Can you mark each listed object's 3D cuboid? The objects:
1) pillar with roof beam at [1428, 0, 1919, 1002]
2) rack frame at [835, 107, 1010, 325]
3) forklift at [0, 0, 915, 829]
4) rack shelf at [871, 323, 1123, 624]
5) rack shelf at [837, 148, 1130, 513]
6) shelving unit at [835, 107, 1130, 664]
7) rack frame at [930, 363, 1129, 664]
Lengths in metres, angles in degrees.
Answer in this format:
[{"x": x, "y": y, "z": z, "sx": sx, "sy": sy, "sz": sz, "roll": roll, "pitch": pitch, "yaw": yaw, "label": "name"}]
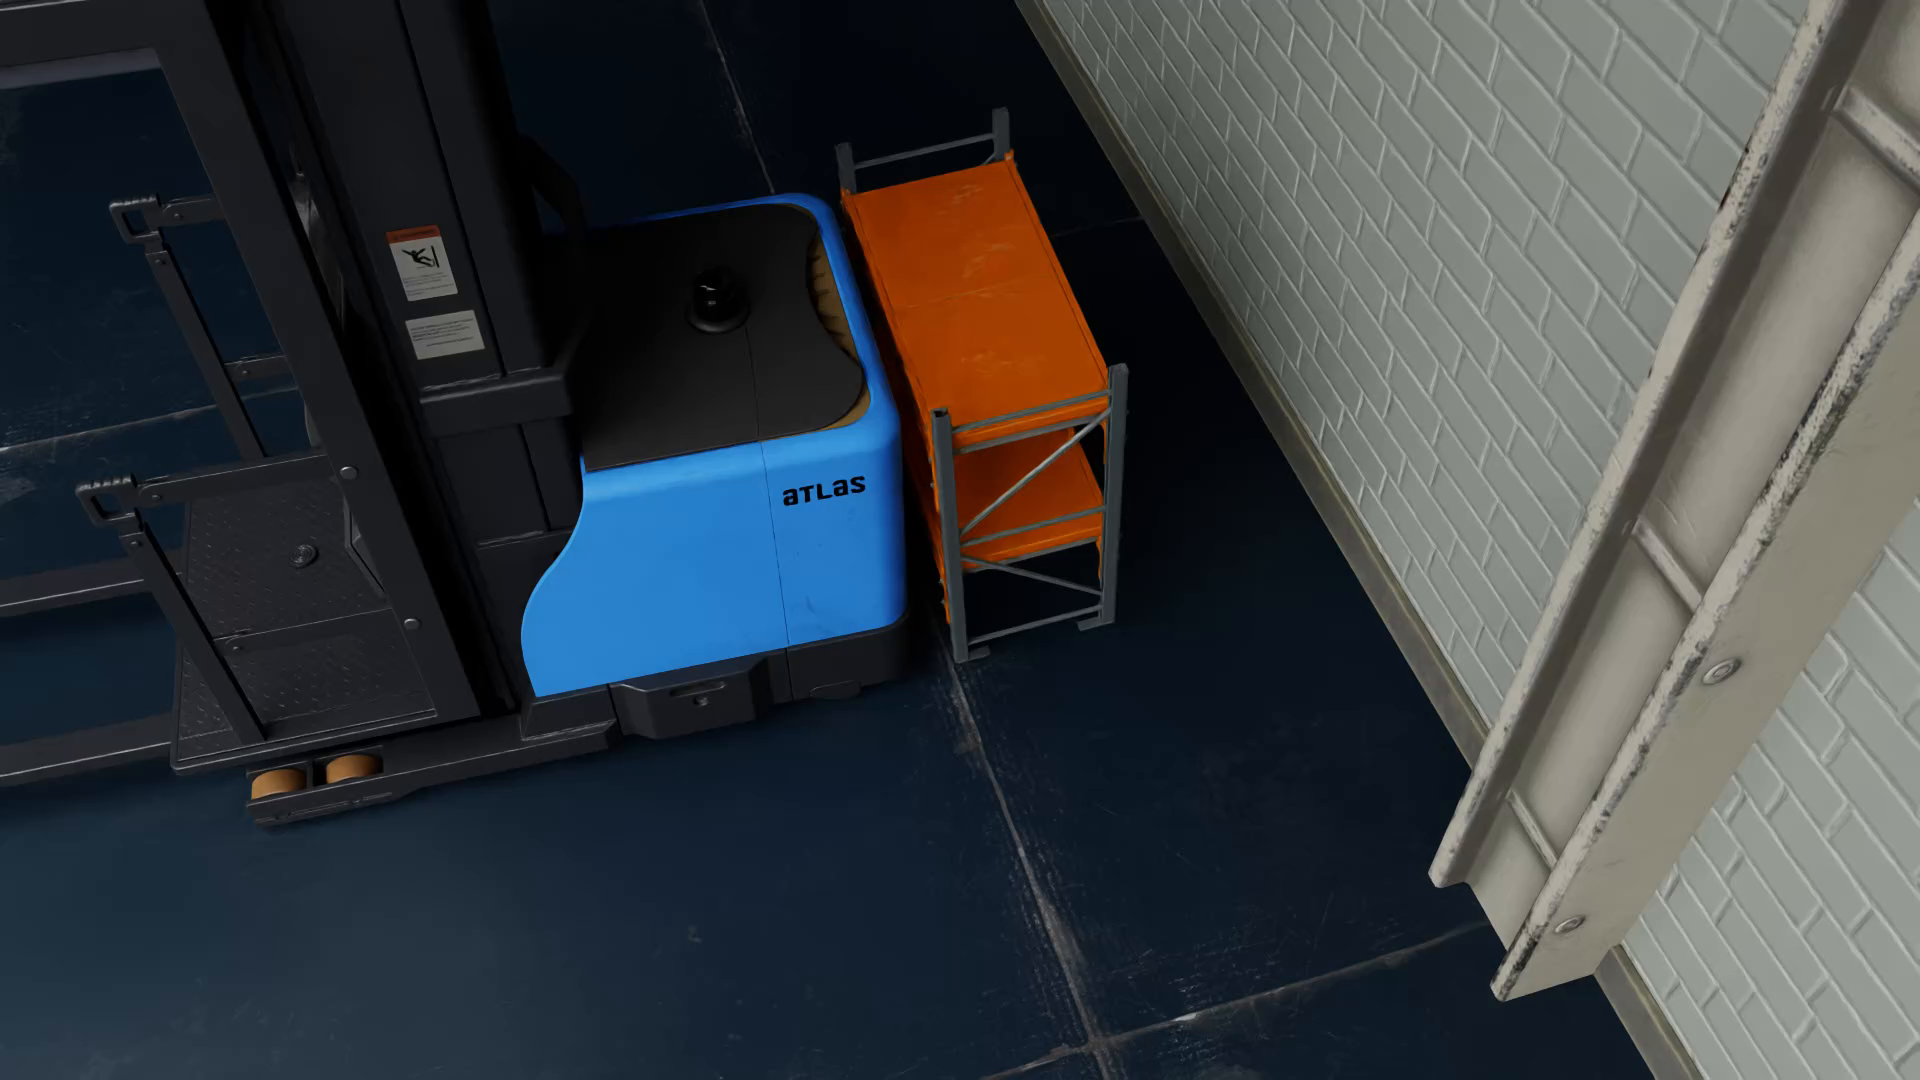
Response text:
[{"x": -2.645, "y": -0.924, "z": 0.143, "sx": 9.100, "sy": 9.000, "sz": 0.400, "roll": -13, "pitch": 51, "yaw": -11, "label": "pillar with roof beam"}, {"x": -0.080, "y": -0.819, "z": 5.104, "sx": 0.500, "sy": 1.125, "sz": 0.032, "roll": -14, "pitch": 55, "yaw": -7, "label": "rack frame"}, {"x": -1.708, "y": -0.612, "z": 3.849, "sx": 3.031, "sy": 2.935, "sz": 1.130, "roll": -11, "pitch": 51, "yaw": -9, "label": "forklift"}, {"x": 0.069, "y": -0.283, "z": 5.009, "sx": 0.538, "sy": 0.278, "sz": 1.000, "roll": -14, "pitch": 55, "yaw": -7, "label": "rack shelf"}, {"x": 0.046, "y": -0.599, "z": 4.575, "sx": 0.538, "sy": 0.278, "sz": 1.000, "roll": -14, "pitch": 55, "yaw": -7, "label": "rack shelf"}, {"x": 0.058, "y": -0.427, "z": 4.812, "sx": 0.538, "sy": 1.125, "sz": 1.048, "roll": -14, "pitch": 55, "yaw": -7, "label": "shelving unit"}, {"x": 0.197, "y": -0.035, "z": 4.519, "sx": 0.500, "sy": 1.125, "sz": 0.032, "roll": -14, "pitch": 55, "yaw": -7, "label": "rack frame"}]
